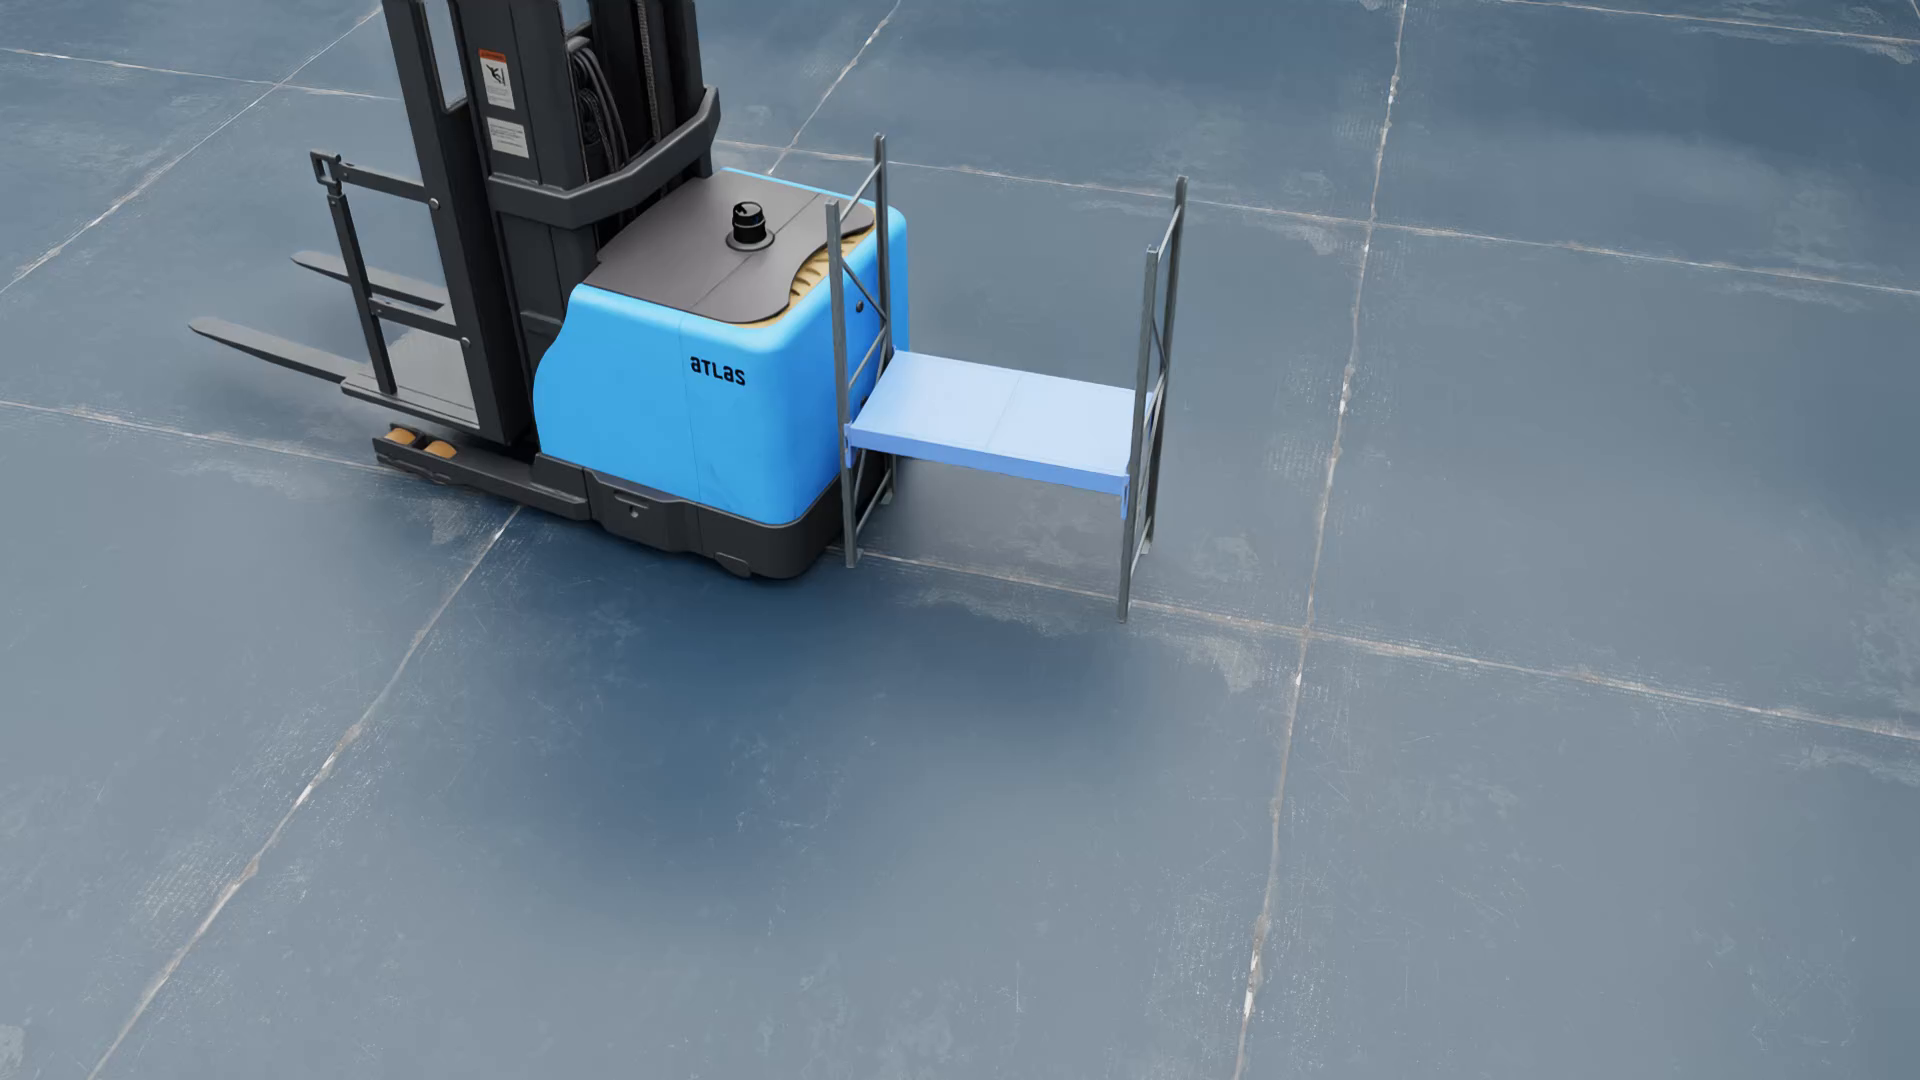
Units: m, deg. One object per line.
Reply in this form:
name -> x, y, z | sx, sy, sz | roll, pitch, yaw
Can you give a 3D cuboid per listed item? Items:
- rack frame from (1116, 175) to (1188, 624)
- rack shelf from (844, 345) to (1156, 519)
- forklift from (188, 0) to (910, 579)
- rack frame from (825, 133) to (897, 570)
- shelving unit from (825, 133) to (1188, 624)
rack frame -> 0.640, -0.433, 5.600 | 0.032, 1.500, 0.500 | 11, 41, 13
rack shelf -> 0.154, -0.390, 5.828 | 1.000, 0.185, 0.538 | 11, 41, 13
forklift -> -1.735, -1.629, 5.911 | 3.031, 2.935, 1.130 | 17, 43, 19
rack frame -> -0.333, -0.622, 5.824 | 0.032, 1.500, 0.500 | 11, 41, 13
shelving unit -> 0.154, -0.528, 5.712 | 1.048, 1.500, 0.538 | 11, 41, 13
